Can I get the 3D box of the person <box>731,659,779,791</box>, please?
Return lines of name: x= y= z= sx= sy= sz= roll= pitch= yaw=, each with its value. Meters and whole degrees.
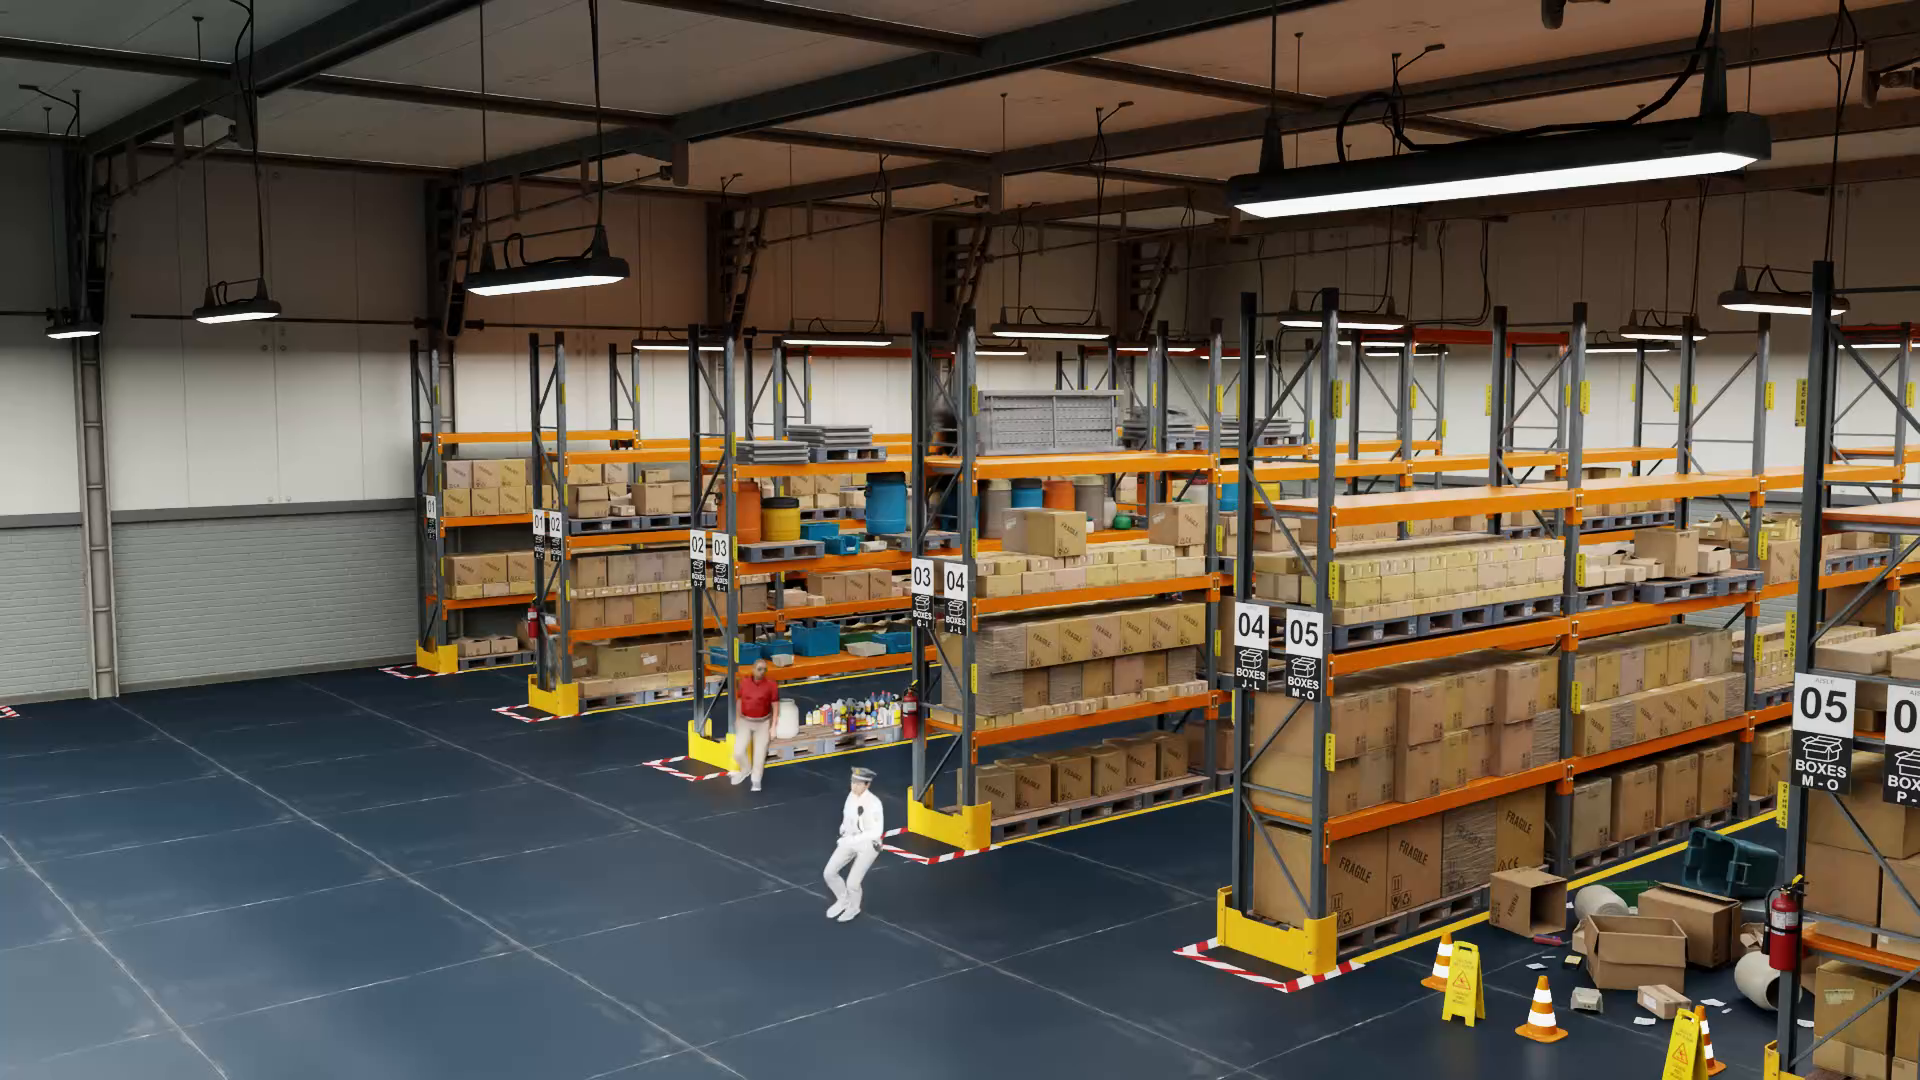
person: x=-2.622 y=2.343 z=21.145 sx=0.653 sy=1.706 sz=0.491 roll=0 pitch=5 yaw=1

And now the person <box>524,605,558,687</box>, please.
person: x=-7.153 y=1.804 z=28.354 sx=0.651 sy=1.496 sz=0.767 roll=1 pitch=5 yaw=12

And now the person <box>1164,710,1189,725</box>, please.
person: x=3.182 y=2.030 z=25.128 sx=0.742 sy=1.597 sz=0.560 roll=-3 pitch=6 yaw=-31

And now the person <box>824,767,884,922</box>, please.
person: x=-1.007 y=2.922 z=15.855 sx=0.755 sy=1.593 sz=0.657 roll=3 pitch=6 yaw=32
